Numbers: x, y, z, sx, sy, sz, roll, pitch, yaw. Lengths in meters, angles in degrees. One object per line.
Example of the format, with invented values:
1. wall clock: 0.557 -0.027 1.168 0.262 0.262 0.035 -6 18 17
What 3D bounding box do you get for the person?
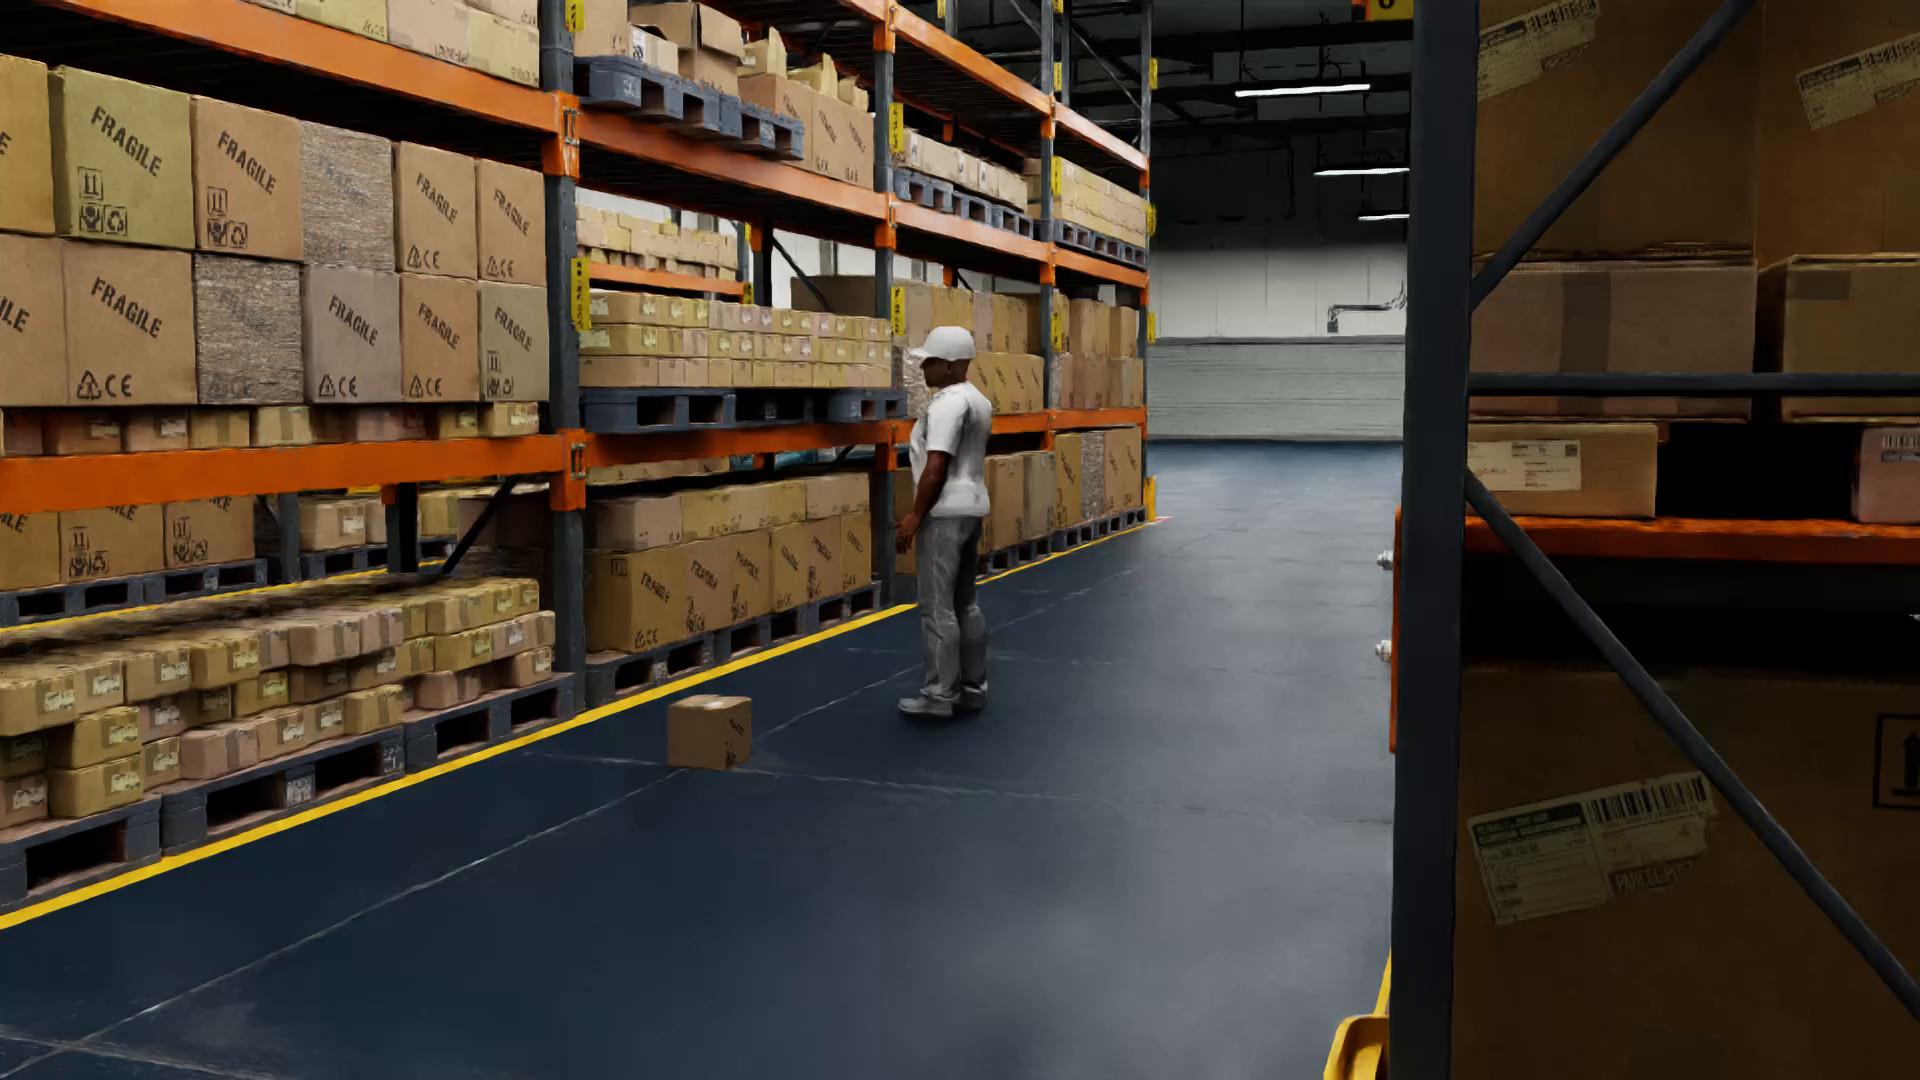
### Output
1. person: -0.071 -0.091 7.622 0.392 1.770 0.609 2 5 18
